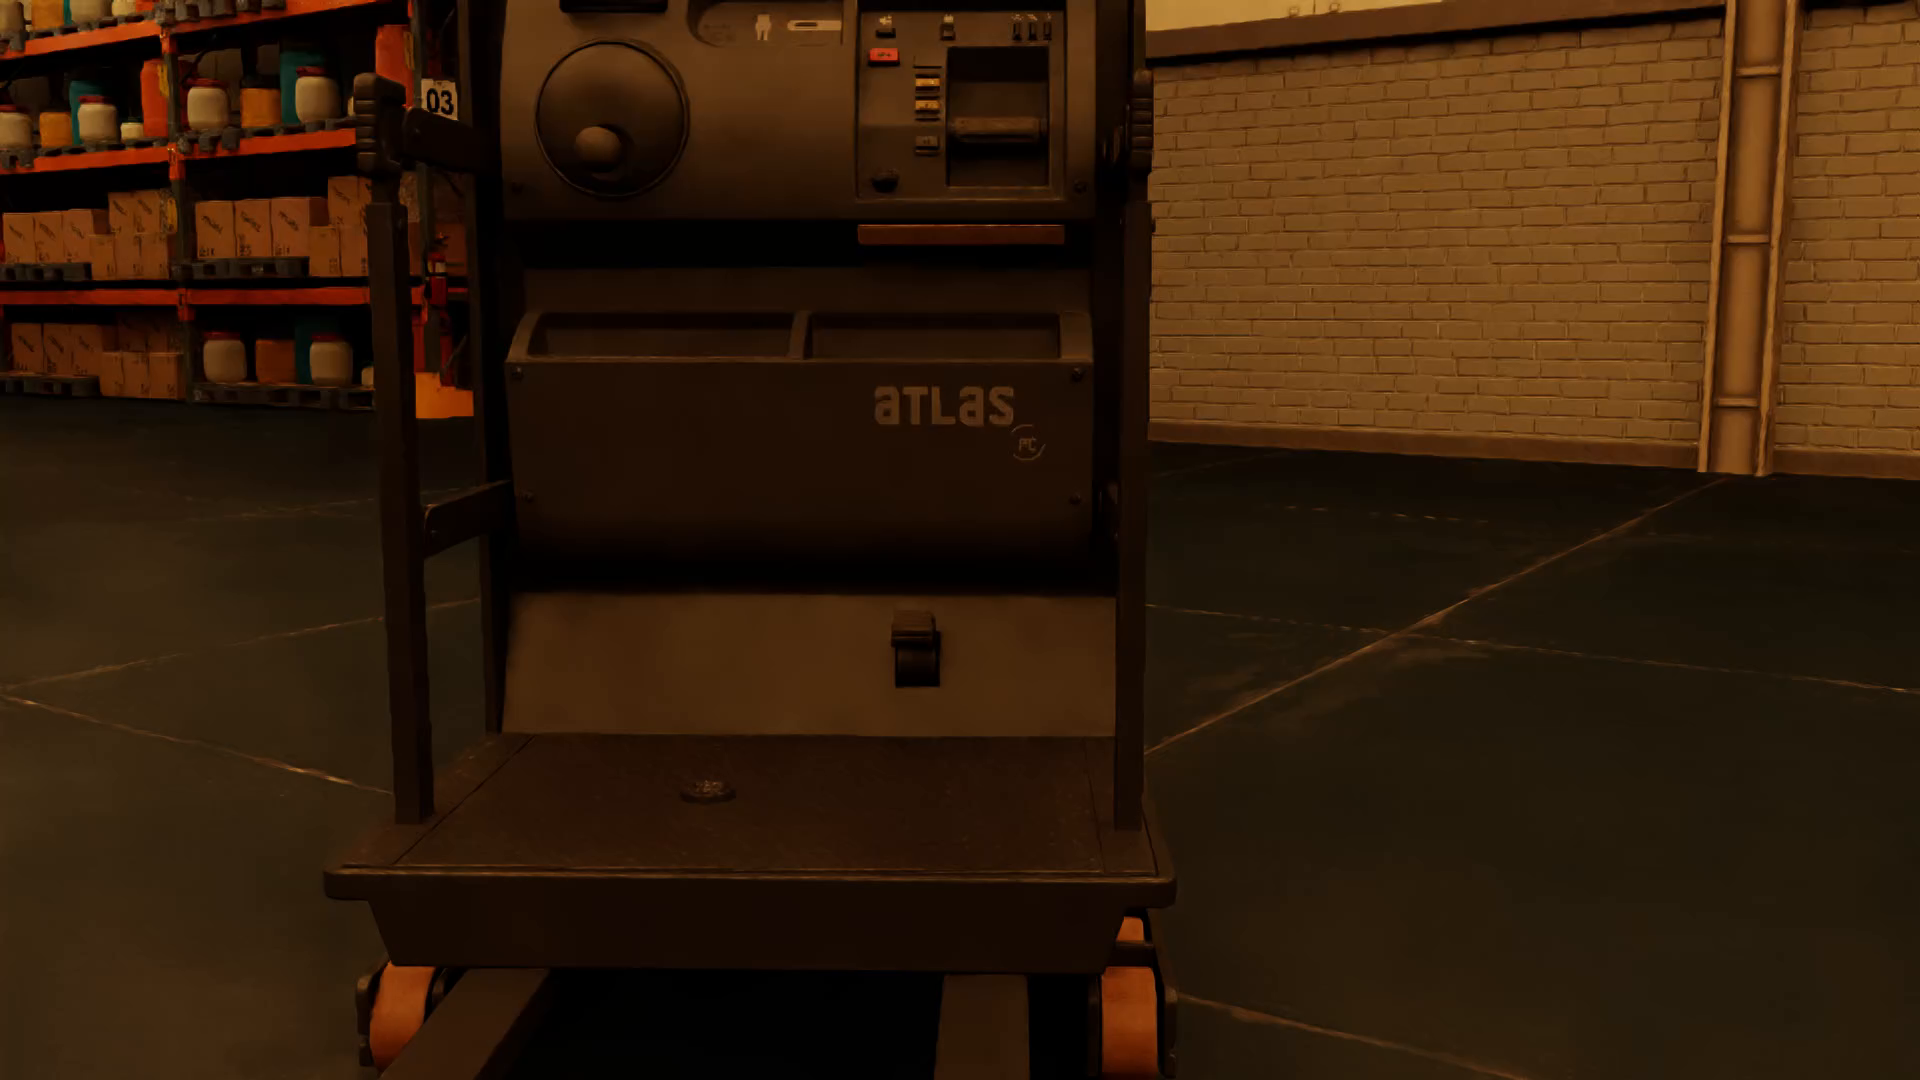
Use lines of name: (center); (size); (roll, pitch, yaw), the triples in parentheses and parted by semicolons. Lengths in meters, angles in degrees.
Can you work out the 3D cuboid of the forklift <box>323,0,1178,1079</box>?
forklift: (-0.257, -0.741, 2.406); (1.130, 2.935, 3.031); (0, 8, 2)
